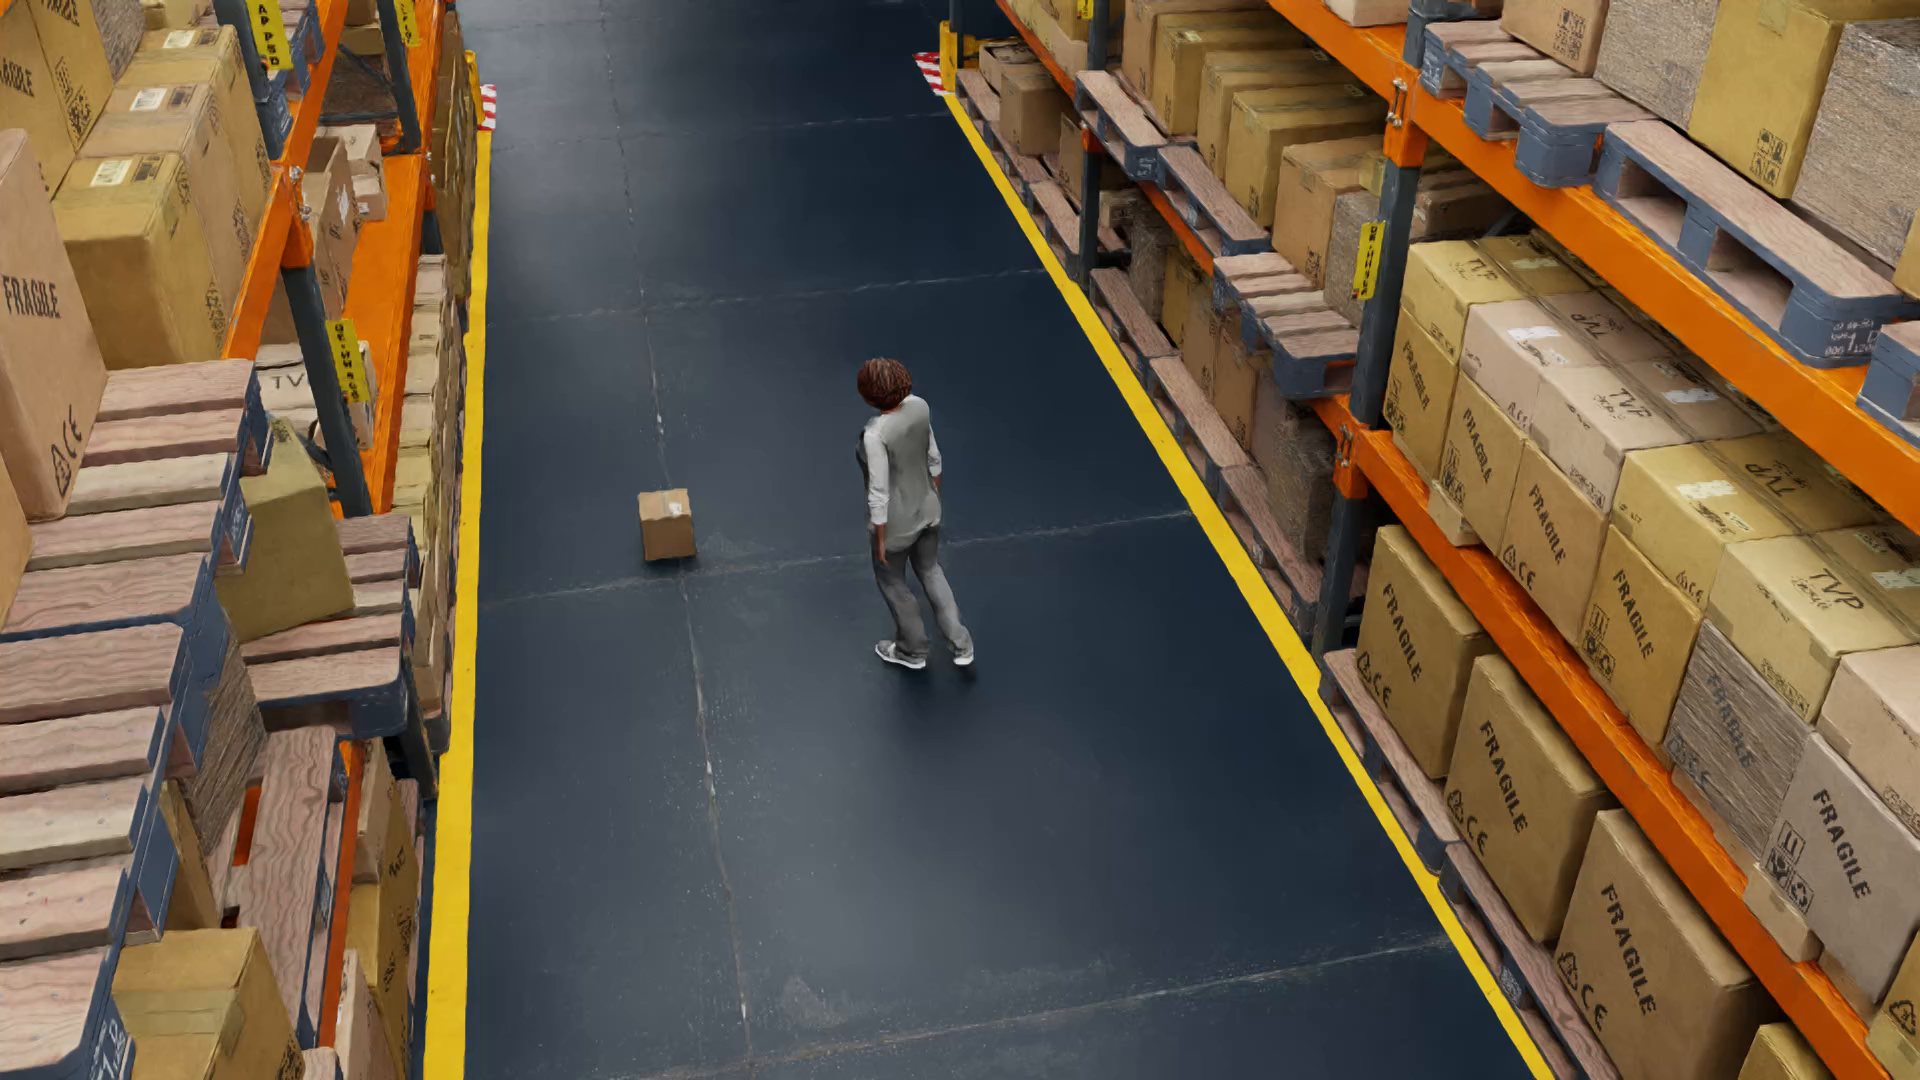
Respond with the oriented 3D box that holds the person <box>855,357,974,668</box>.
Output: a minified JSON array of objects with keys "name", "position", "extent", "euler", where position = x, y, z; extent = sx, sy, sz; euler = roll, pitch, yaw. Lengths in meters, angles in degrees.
[{"name":"person","position":[-0.185,-0.069,7.253],"extent":[0.499,1.587,0.471],"euler":[27,43,33]}]
